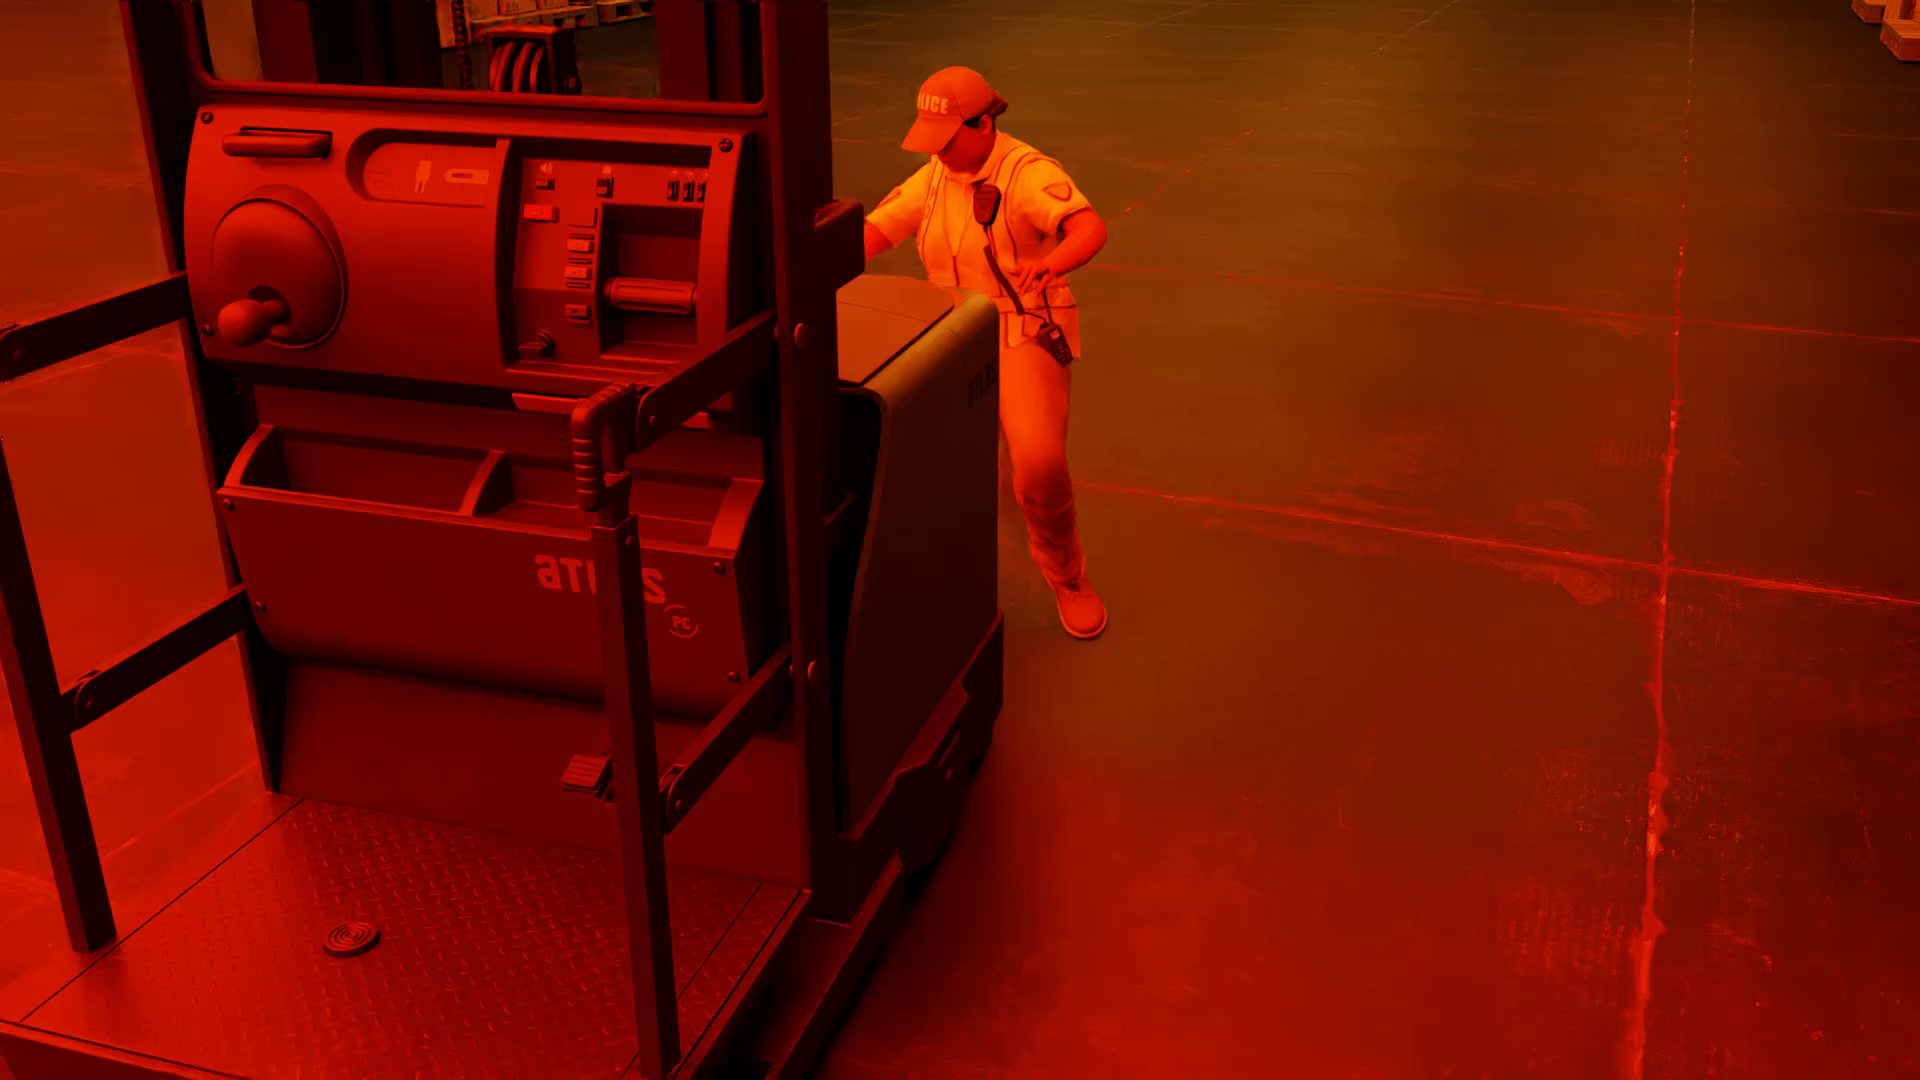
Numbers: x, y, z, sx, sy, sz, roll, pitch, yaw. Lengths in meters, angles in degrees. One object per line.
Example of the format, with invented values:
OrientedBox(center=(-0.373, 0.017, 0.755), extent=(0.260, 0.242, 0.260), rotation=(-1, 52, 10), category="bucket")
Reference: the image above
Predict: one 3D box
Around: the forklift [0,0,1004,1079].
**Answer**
OrientedBox(center=(-0.820, -0.423, 2.306), extent=(1.130, 2.935, 3.031), rotation=(7, 24, 16), category="forklift")

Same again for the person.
OrientedBox(center=(-0.015, -0.517, 4.464), extent=(1.023, 1.441, 0.721), rotation=(19, 30, 39), category="person")
